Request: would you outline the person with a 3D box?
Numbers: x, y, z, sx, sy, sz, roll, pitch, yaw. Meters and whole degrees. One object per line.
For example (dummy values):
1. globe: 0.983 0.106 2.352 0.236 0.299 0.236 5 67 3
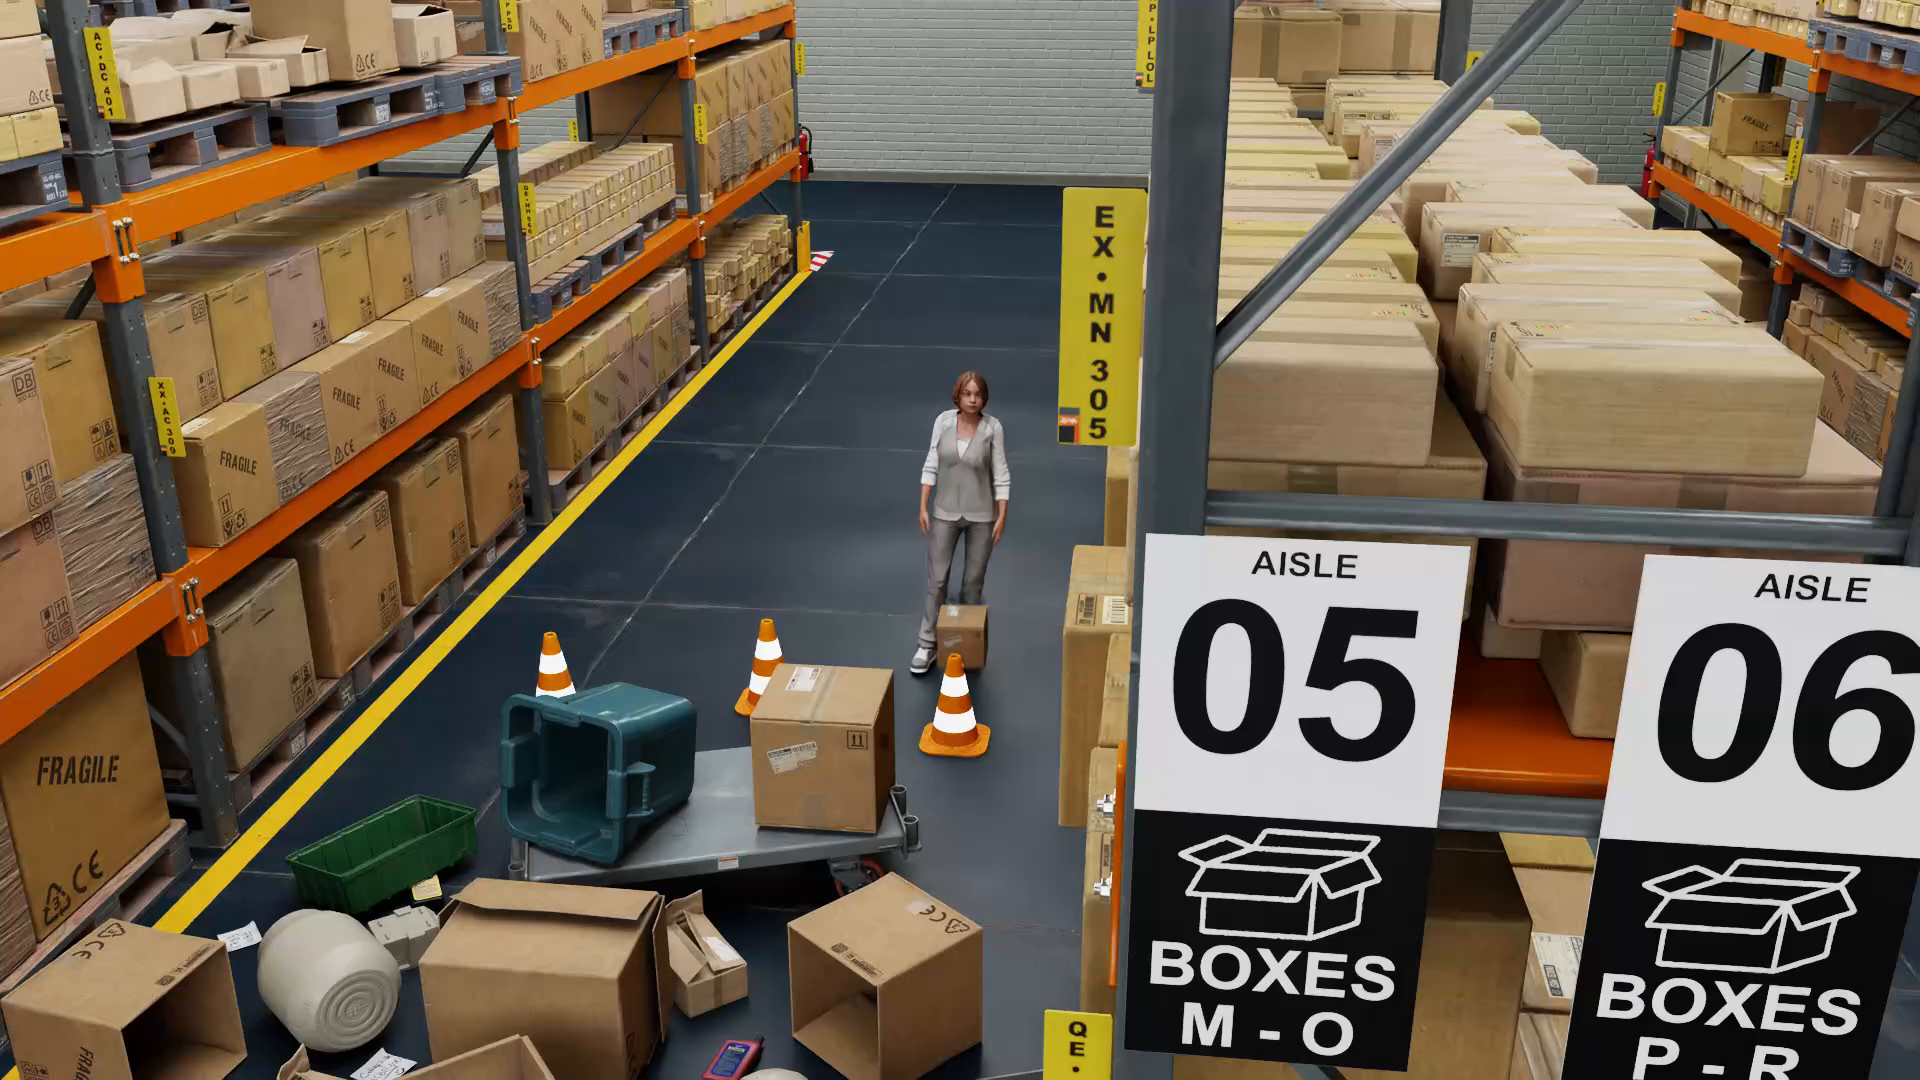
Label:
1. person: 0.004 -0.088 8.798 0.511 1.597 0.474 3 22 6
